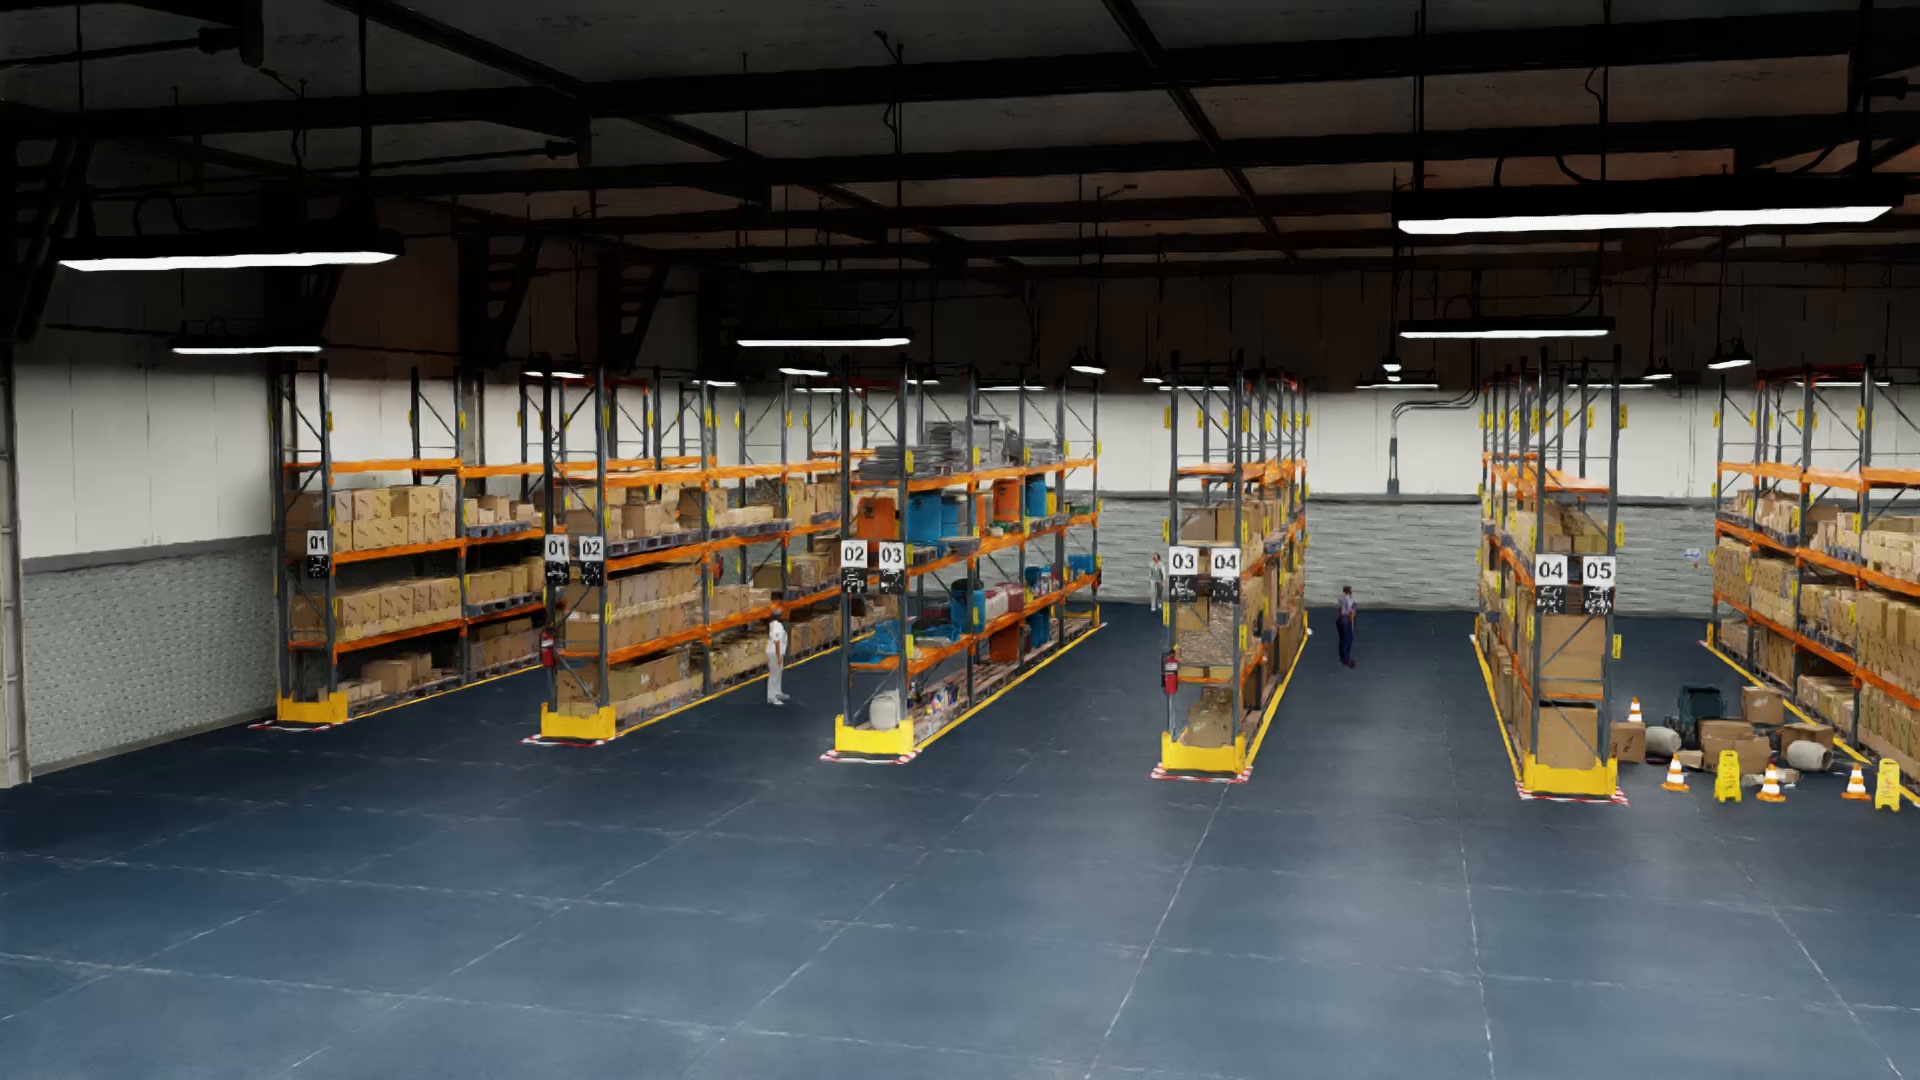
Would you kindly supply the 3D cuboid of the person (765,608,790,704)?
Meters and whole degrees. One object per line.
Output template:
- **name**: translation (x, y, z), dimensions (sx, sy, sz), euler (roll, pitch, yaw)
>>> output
- **person**: translation (-3.214, 2.040, 29.481), dimensions (0.444, 1.673, 0.578), euler (-1, 4, -12)

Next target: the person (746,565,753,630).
- **person**: translation (-4.677, 1.403, 38.174), dimensions (0.540, 1.676, 1.130), euler (1, 4, 13)

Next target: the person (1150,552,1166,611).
- **person**: translation (5.195, 1.081, 43.717), dimensions (0.422, 1.539, 0.947), euler (1, 4, 14)

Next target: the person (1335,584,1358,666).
- **person**: translation (7.948, 1.721, 34.056), dimensions (0.420, 1.656, 0.534), euler (-1, 4, -17)
